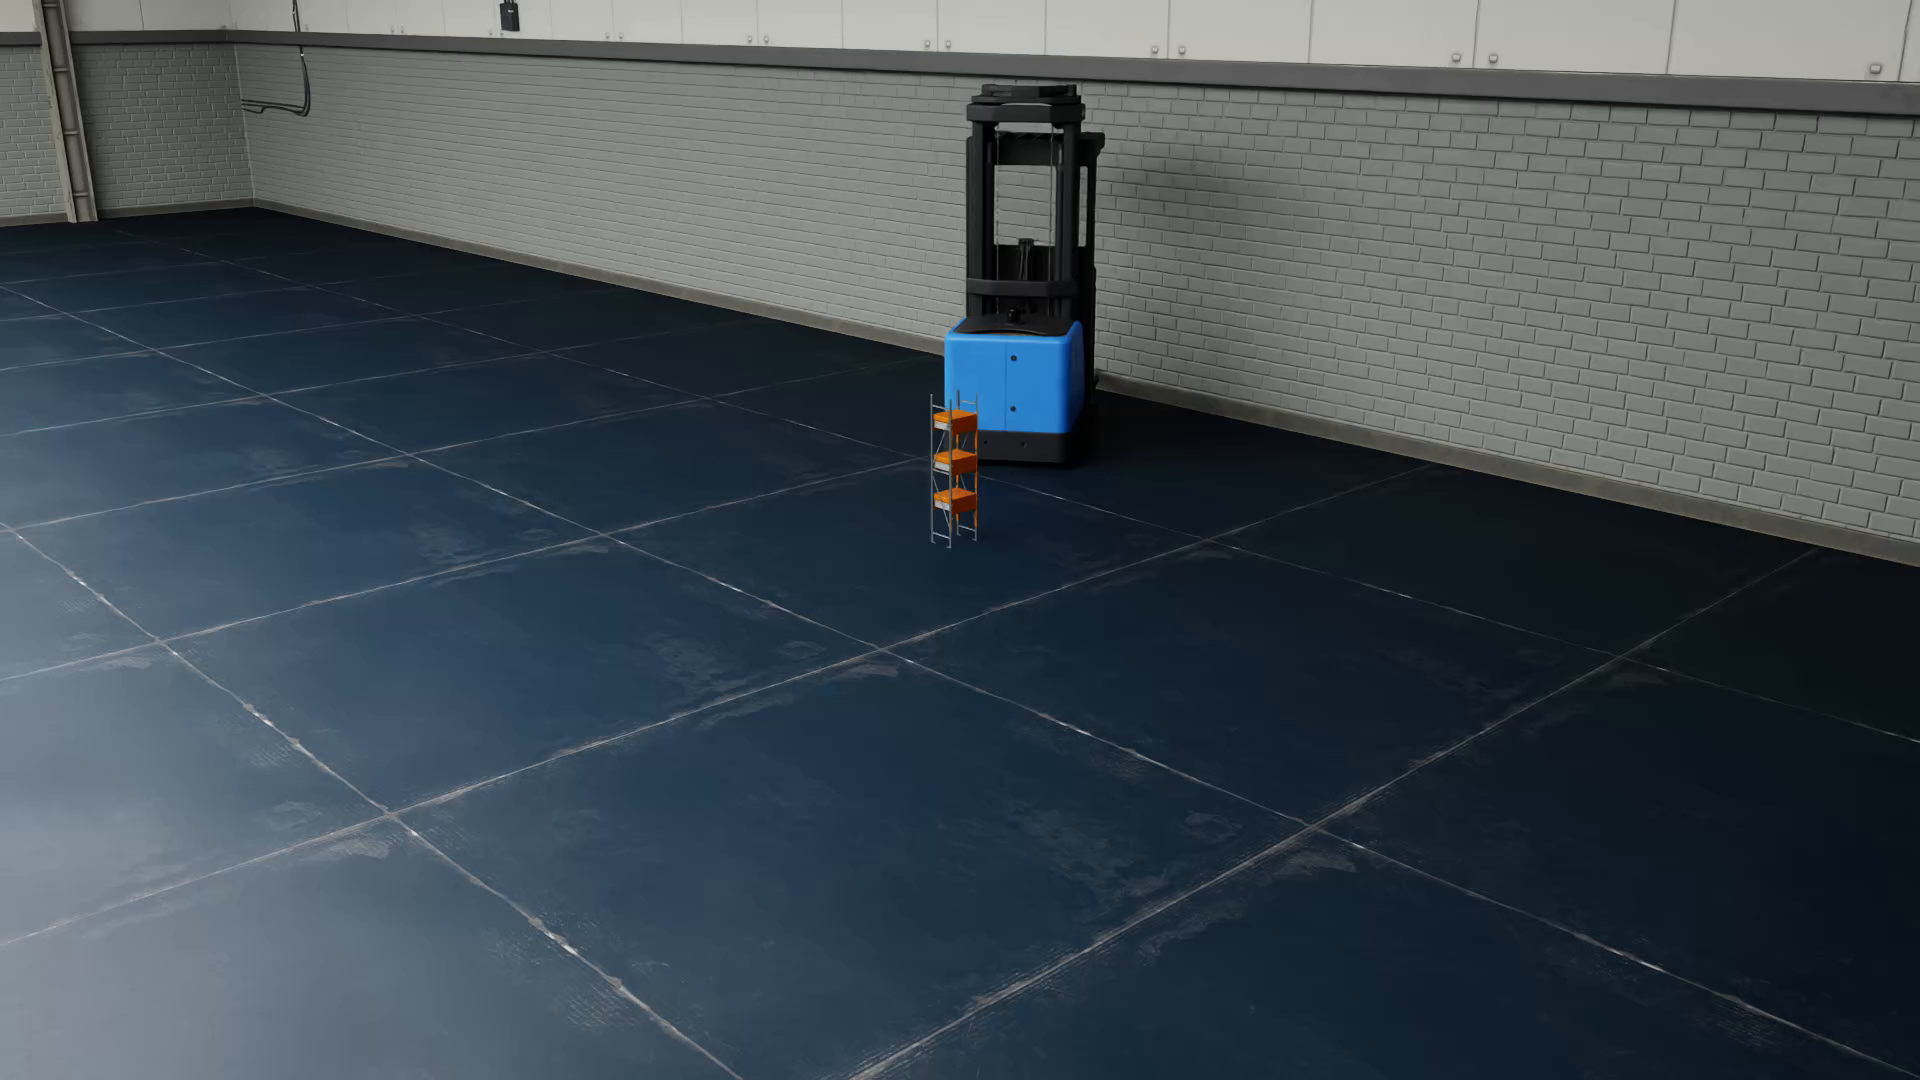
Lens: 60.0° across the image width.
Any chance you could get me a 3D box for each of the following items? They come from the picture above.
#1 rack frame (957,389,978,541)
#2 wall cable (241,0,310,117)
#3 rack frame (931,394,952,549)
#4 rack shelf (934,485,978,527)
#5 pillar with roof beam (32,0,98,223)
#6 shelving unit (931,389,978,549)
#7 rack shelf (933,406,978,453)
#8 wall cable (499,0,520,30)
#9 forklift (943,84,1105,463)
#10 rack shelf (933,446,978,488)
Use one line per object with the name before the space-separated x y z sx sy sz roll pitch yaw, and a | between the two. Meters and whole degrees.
rack frame | 0.050 -0.514 11.489 0.008 1.050 0.200 -16 24 -41
wall cable | -11.937 -8.583 28.522 0.112 2.526 3.097 -16 24 -41
rack frame | -0.128 -0.462 11.329 0.008 1.050 0.200 -16 24 -41
rack shelf | -0.039 -0.214 11.498 0.240 0.259 0.215 -16 24 -41
pillar with roof beam | -12.029 -8.767 24.056 0.400 9.000 9.100 -16 24 -41
shelving unit | -0.039 -0.488 11.409 0.252 1.050 0.215 -16 24 -41
rack shelf | -0.039 -0.748 11.325 0.240 0.259 0.215 -16 24 -41
wall cable | -5.426 -9.547 20.946 0.169 6.003 2.305 -16 24 -41
forklift | 0.637 -2.423 14.328 1.130 2.935 3.031 3 18 10
rack shelf | -0.039 -0.478 11.412 0.240 0.259 0.215 -16 24 -41
